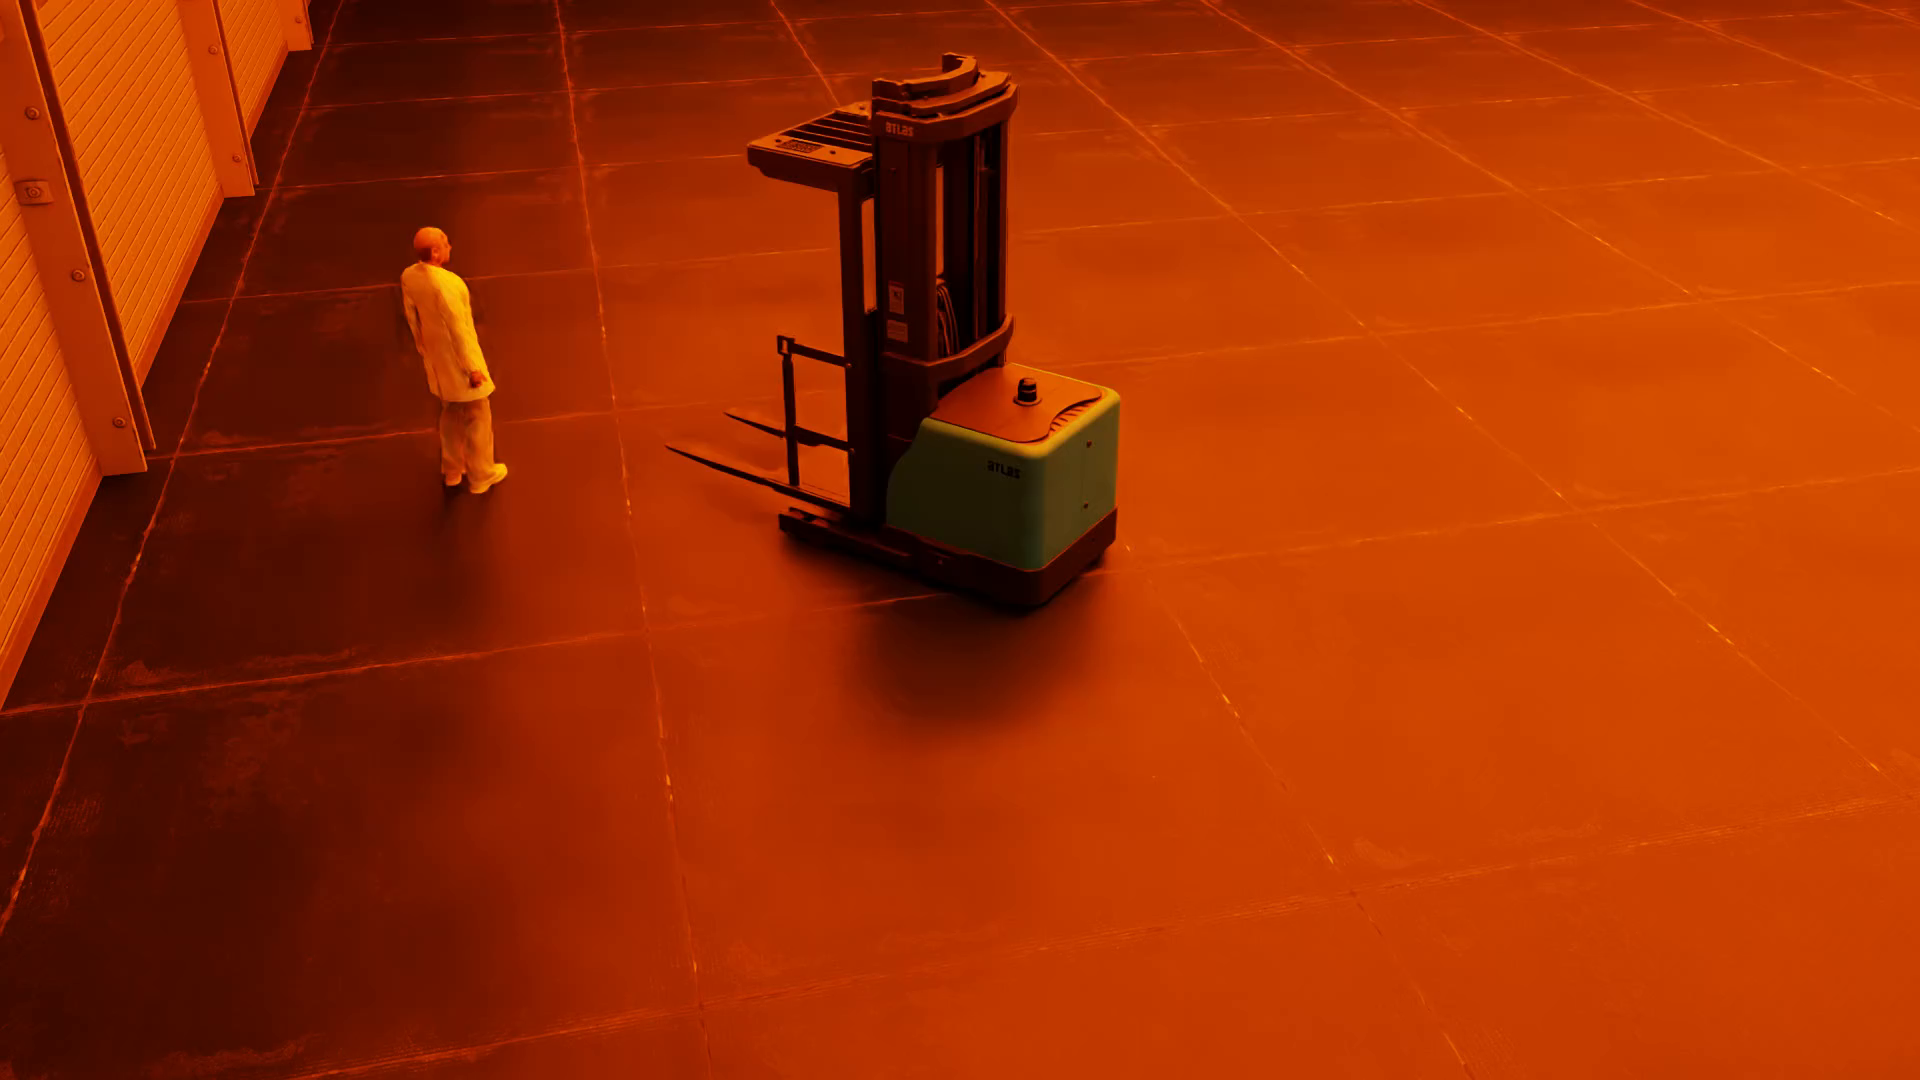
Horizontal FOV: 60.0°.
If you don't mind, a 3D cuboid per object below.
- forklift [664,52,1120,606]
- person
[{"bbox_3d":[-0.541,-1.436,10.055,3.031,2.935,1.130,18,35,29],"label":"forklift"},{"bbox_3d":[-3.255,-1.181,10.764,0.620,1.781,0.400,23,37,34],"label":"person"}]
